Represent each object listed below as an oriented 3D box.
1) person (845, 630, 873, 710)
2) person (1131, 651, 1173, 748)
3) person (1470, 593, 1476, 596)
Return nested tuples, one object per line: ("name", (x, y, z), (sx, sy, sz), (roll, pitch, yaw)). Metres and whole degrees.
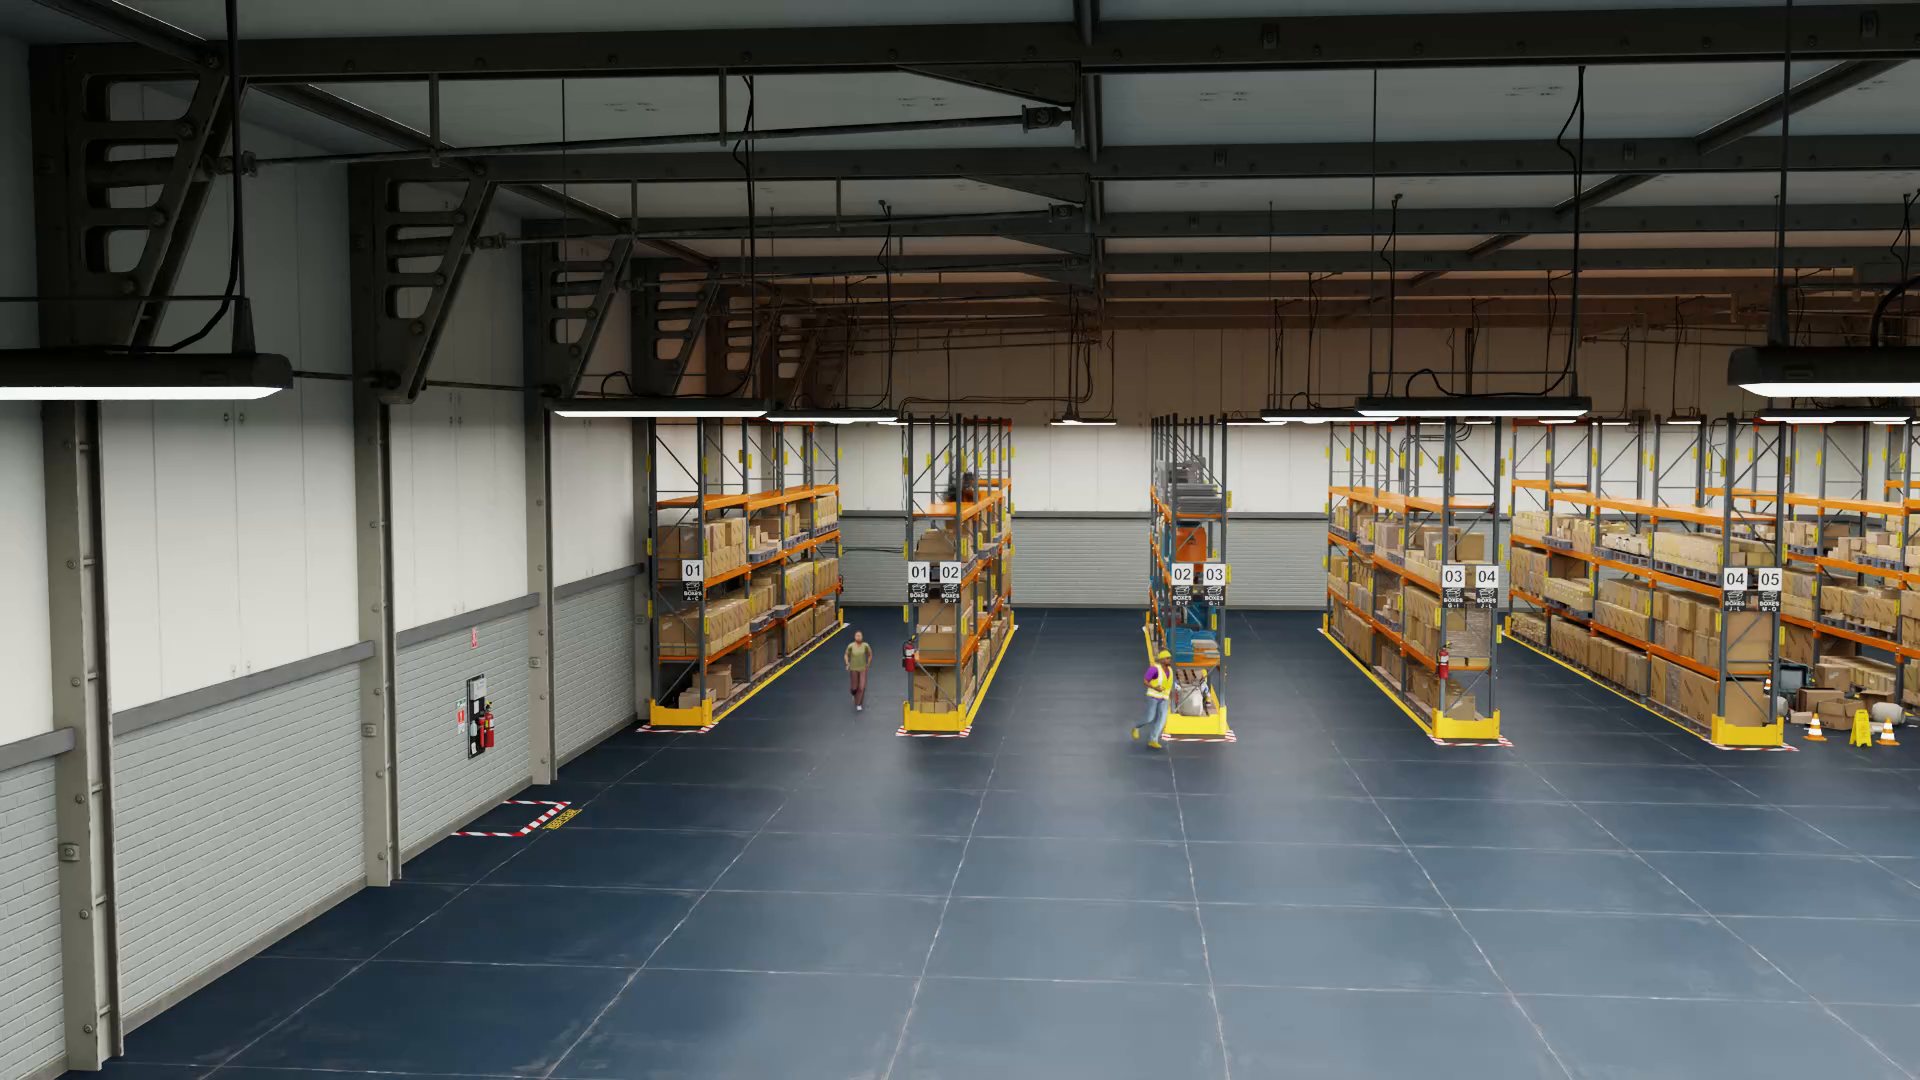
("person", (-2.070, 2.635, 33.947), (0.569, 1.621, 0.622), (0, 4, -7))
("person", (3.592, 2.850, 30.111), (0.712, 1.709, 0.877), (-2, 4, -29))
("person", (13.820, 1.878, 44.966), (0.578, 1.629, 0.810), (0, 4, 6))
